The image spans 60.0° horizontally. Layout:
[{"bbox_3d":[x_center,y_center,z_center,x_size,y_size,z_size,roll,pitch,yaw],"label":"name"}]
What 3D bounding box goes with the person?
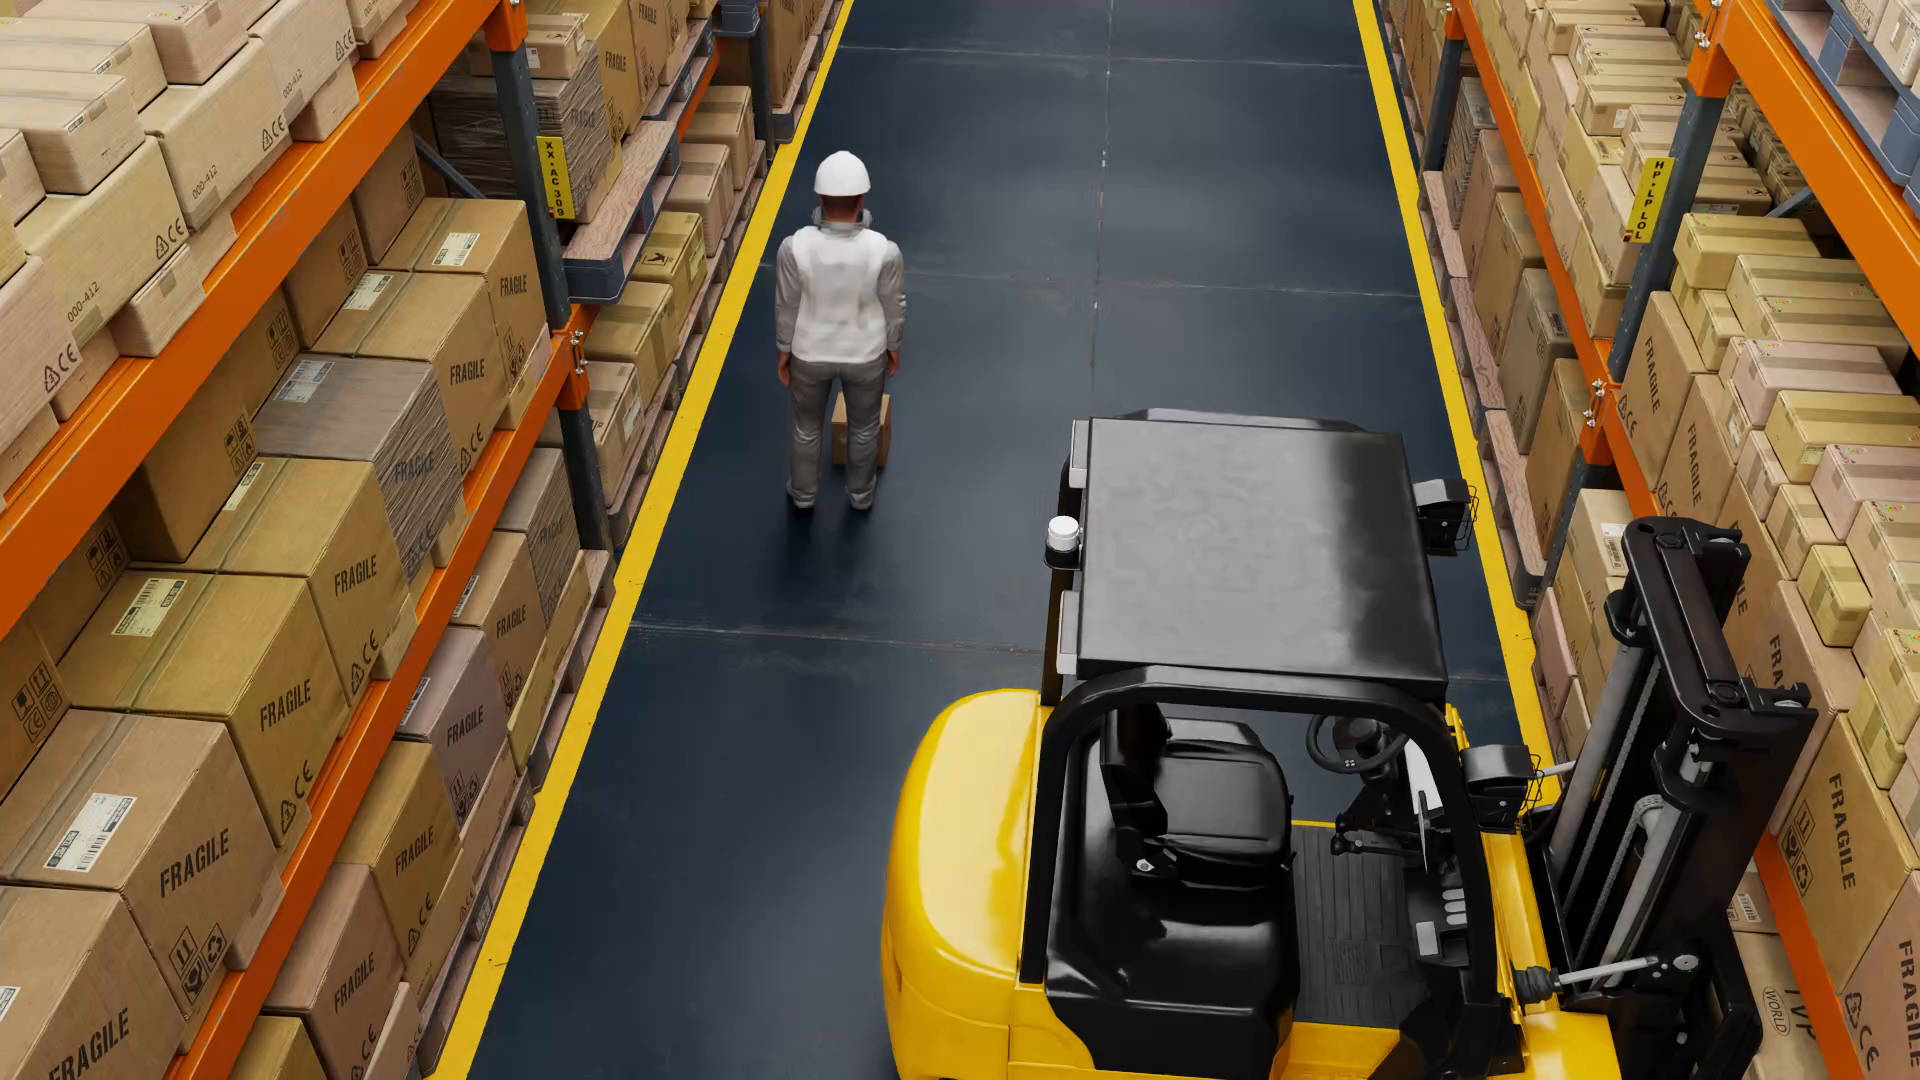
[{"bbox_3d":[-0.518,-0.848,7.140,0.590,1.794,0.460,0,40,0],"label":"person"}]
